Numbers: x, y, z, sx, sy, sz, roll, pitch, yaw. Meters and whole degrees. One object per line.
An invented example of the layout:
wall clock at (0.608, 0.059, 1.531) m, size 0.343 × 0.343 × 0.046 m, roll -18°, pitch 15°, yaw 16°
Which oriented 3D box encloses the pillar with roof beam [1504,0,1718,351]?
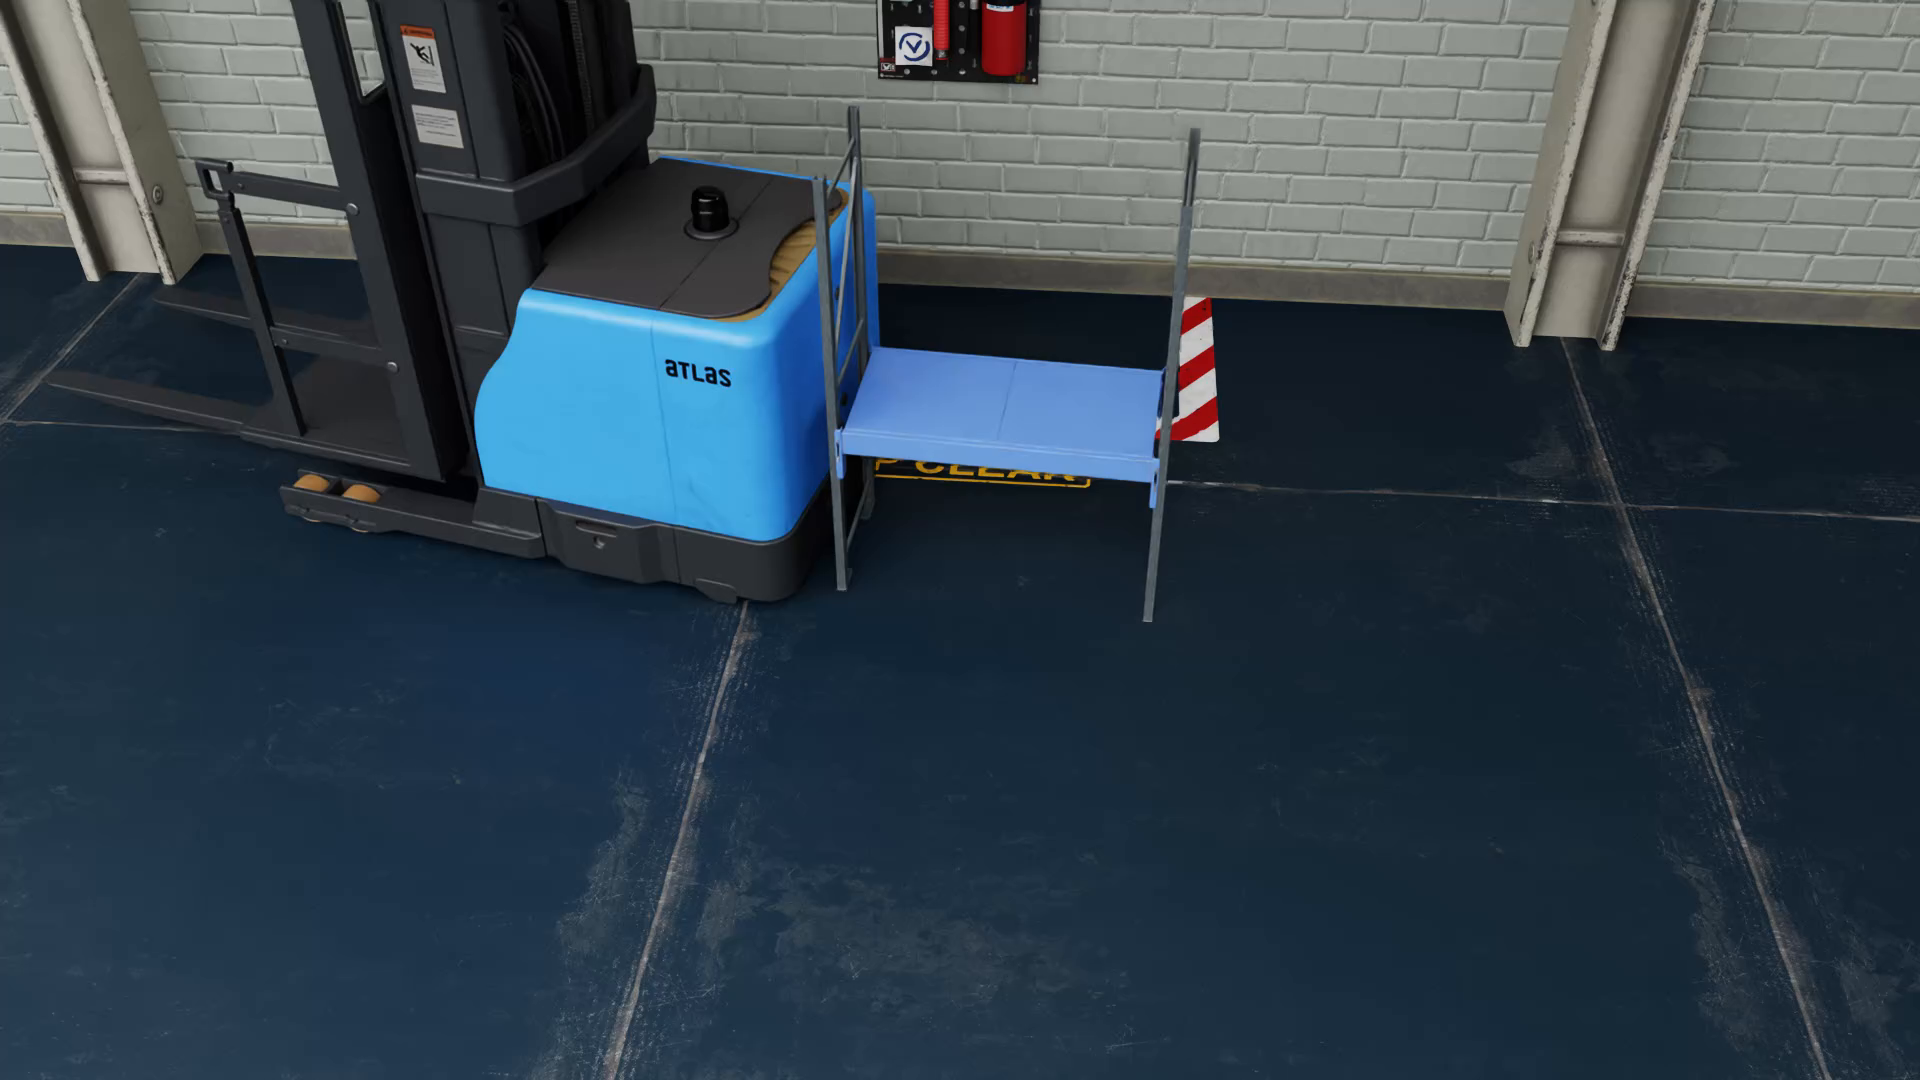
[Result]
pillar with roof beam at (2.080, -1.652, 0.651) m, size 0.400 × 9.000 × 9.100 m, roll 3°, pitch 39°, yaw 4°

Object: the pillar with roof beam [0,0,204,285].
pillar with roof beam at (-3.898, -1.979, 1.052) m, size 0.400 × 9.000 × 9.100 m, roll 3°, pitch 39°, yaw 4°

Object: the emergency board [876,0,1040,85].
emergency board at (-0.008, -2.191, 6.066) m, size 0.643 × 1.169 × 0.194 m, roll 3°, pitch 39°, yaw 4°

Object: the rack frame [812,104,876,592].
rack frame at (-0.355, -0.566, 5.258) m, size 0.032 × 1.500 × 0.500 m, roll 6°, pitch 39°, yaw 7°

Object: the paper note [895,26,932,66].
paper note at (-0.178, -1.903, 6.409) m, size 0.142 × 0.148 × 0.016 m, roll 3°, pitch 39°, yaw 4°

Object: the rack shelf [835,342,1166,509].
rack shelf at (0.147, -0.377, 5.310) m, size 1.000 × 0.185 × 0.538 m, roll 6°, pitch 39°, yaw 7°

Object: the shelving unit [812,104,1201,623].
shelving unit at (0.147, -0.517, 5.197) m, size 1.048 × 1.500 × 0.538 m, roll 6°, pitch 39°, yaw 7°

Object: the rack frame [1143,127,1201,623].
rack frame at (0.650, -0.467, 5.136) m, size 0.032 × 1.500 × 0.500 m, roll 6°, pitch 39°, yaw 7°

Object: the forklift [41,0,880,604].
forklift at (-1.841, -1.467, 5.231) m, size 3.031 × 2.935 × 1.130 m, roll 11°, pitch 40°, yaw 13°
